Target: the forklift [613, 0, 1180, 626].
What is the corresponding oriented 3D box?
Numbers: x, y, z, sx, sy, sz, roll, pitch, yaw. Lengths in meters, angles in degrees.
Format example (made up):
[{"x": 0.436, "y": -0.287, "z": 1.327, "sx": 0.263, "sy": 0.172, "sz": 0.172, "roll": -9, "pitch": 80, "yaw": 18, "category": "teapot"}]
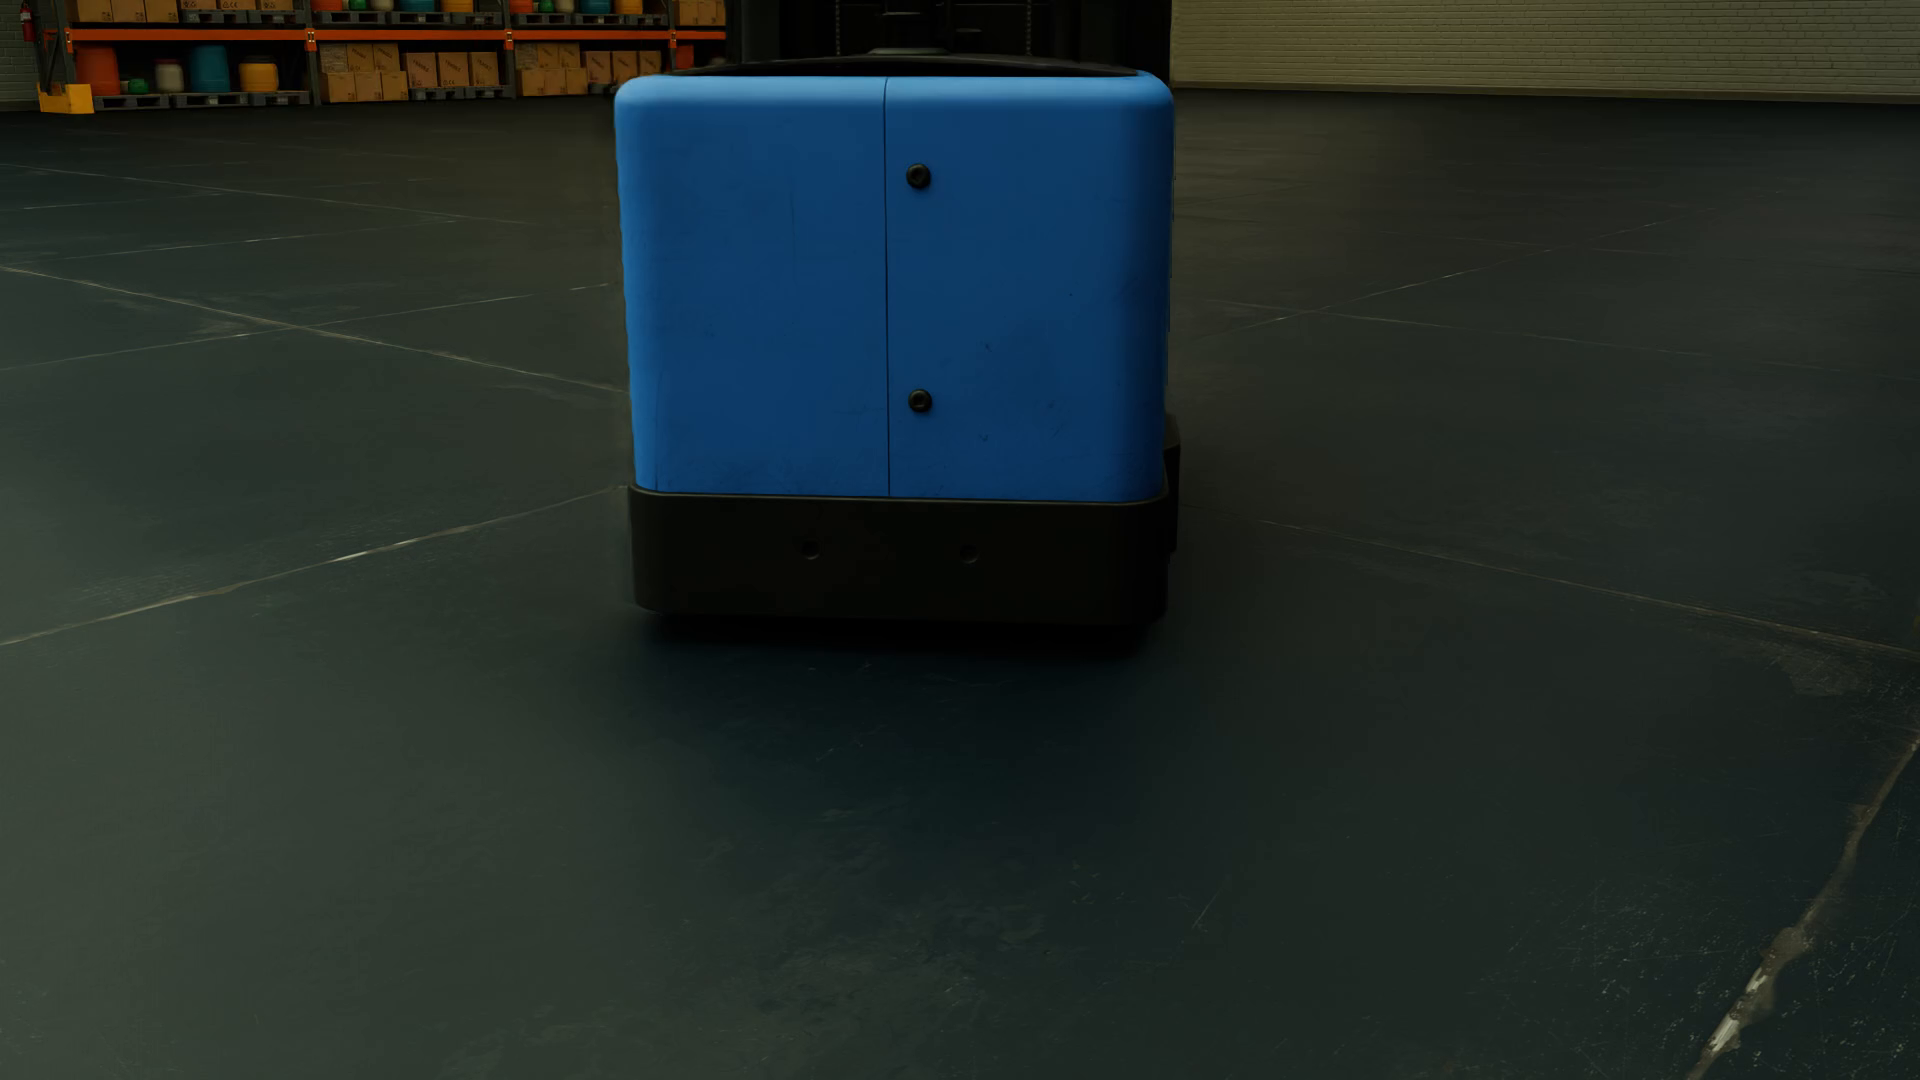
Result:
[{"x": -0.010, "y": -1.618, "z": 4.227, "sx": 1.130, "sy": 2.935, "sz": 3.031, "roll": 1, "pitch": 17, "yaw": 4, "category": "forklift"}]
